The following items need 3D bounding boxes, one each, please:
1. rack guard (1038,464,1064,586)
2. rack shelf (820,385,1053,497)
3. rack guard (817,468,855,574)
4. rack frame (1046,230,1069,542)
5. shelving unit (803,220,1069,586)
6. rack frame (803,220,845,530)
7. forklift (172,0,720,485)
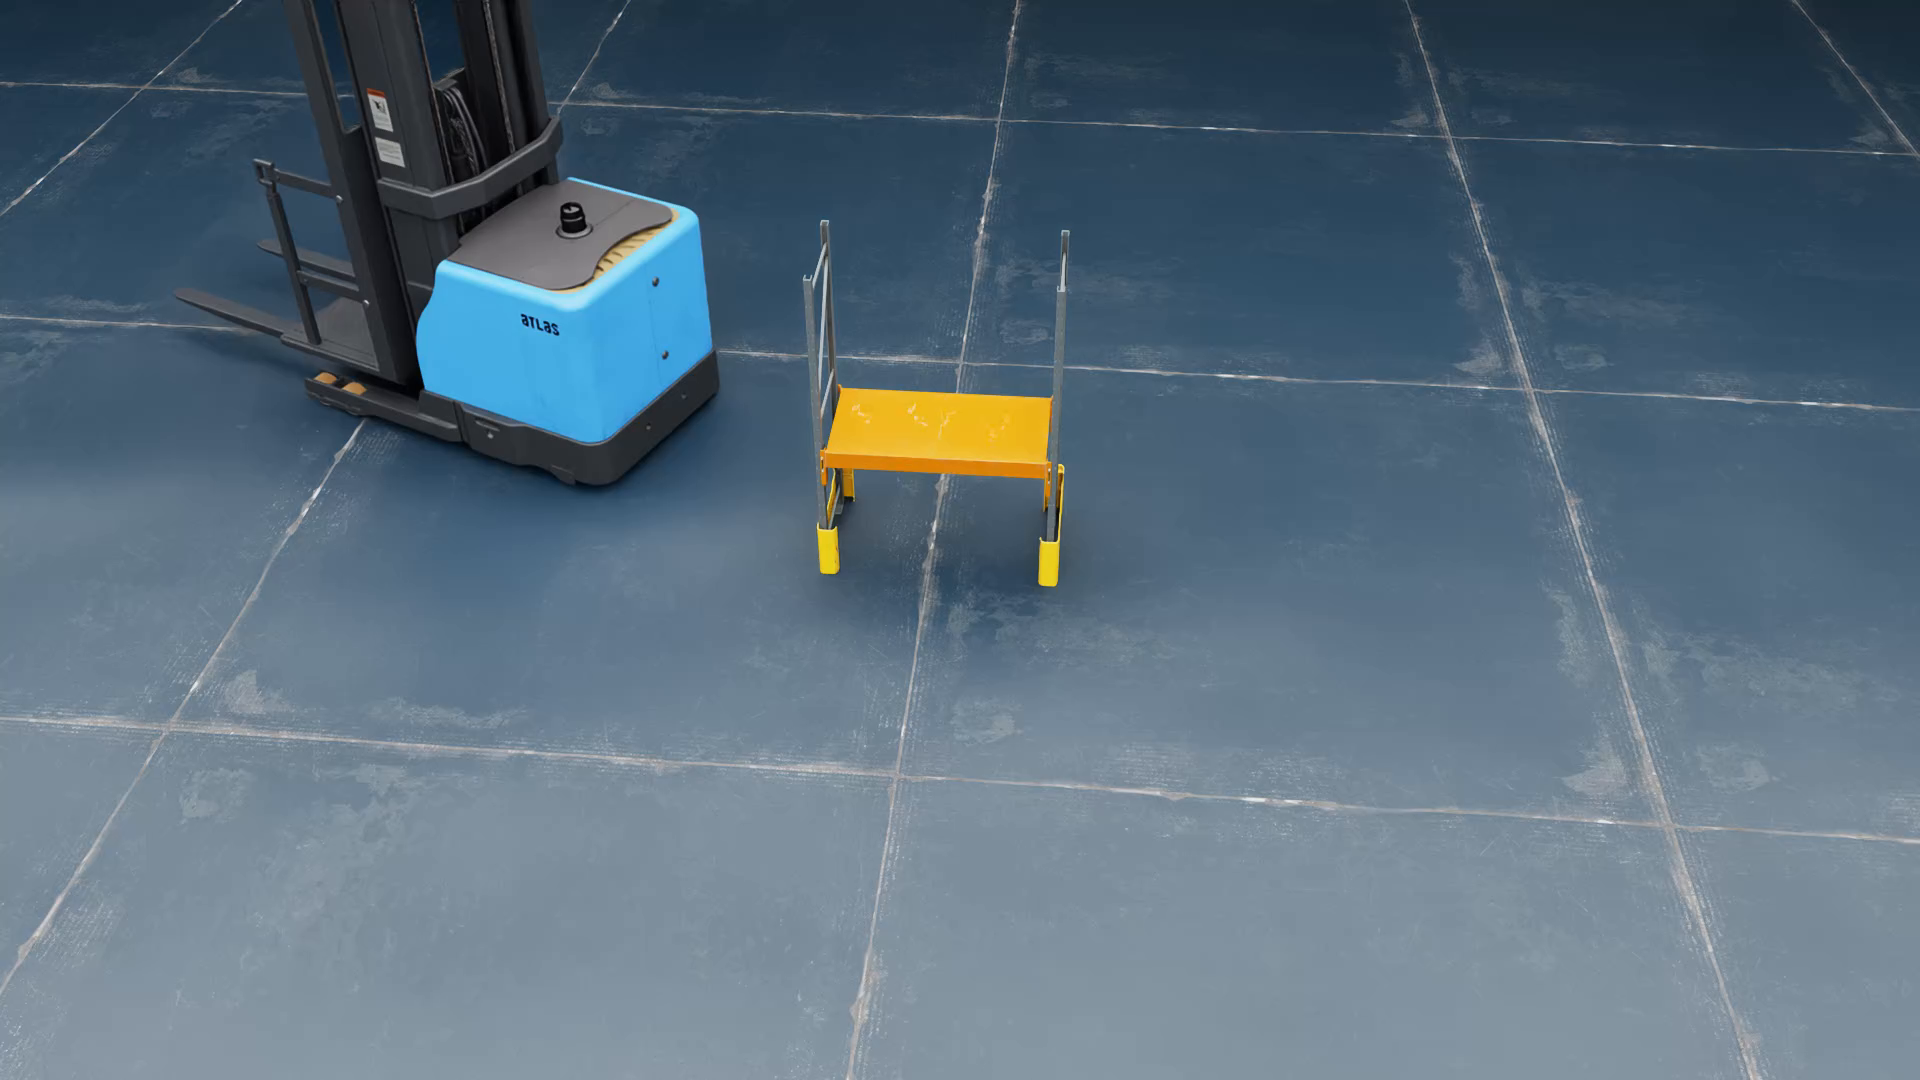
[{"bbox_3d":[0.420,-0.074,7.643,0.087,0.250,0.587,3,39,4],"label":"rack guard"},{"bbox_3d":[-0.085,-0.447,7.396,1.000,0.185,0.538,3,39,4],"label":"rack shelf"},{"bbox_3d":[-0.572,-0.128,7.710,0.087,0.250,0.587,3,39,4],"label":"rack guard"},{"bbox_3d":[0.421,-0.559,7.248,0.032,1.500,0.500,3,39,4],"label":"rack frame"},{"bbox_3d":[-0.076,-0.586,7.282,1.083,1.500,0.587,3,39,4],"label":"shelving unit"},{"bbox_3d":[-0.591,-0.614,7.316,0.032,1.500,0.500,3,39,4],"label":"rack frame"},{"bbox_3d":[-2.793,-2.053,7.950,3.031,2.935,1.130,18,43,21],"label":"forklift"}]
